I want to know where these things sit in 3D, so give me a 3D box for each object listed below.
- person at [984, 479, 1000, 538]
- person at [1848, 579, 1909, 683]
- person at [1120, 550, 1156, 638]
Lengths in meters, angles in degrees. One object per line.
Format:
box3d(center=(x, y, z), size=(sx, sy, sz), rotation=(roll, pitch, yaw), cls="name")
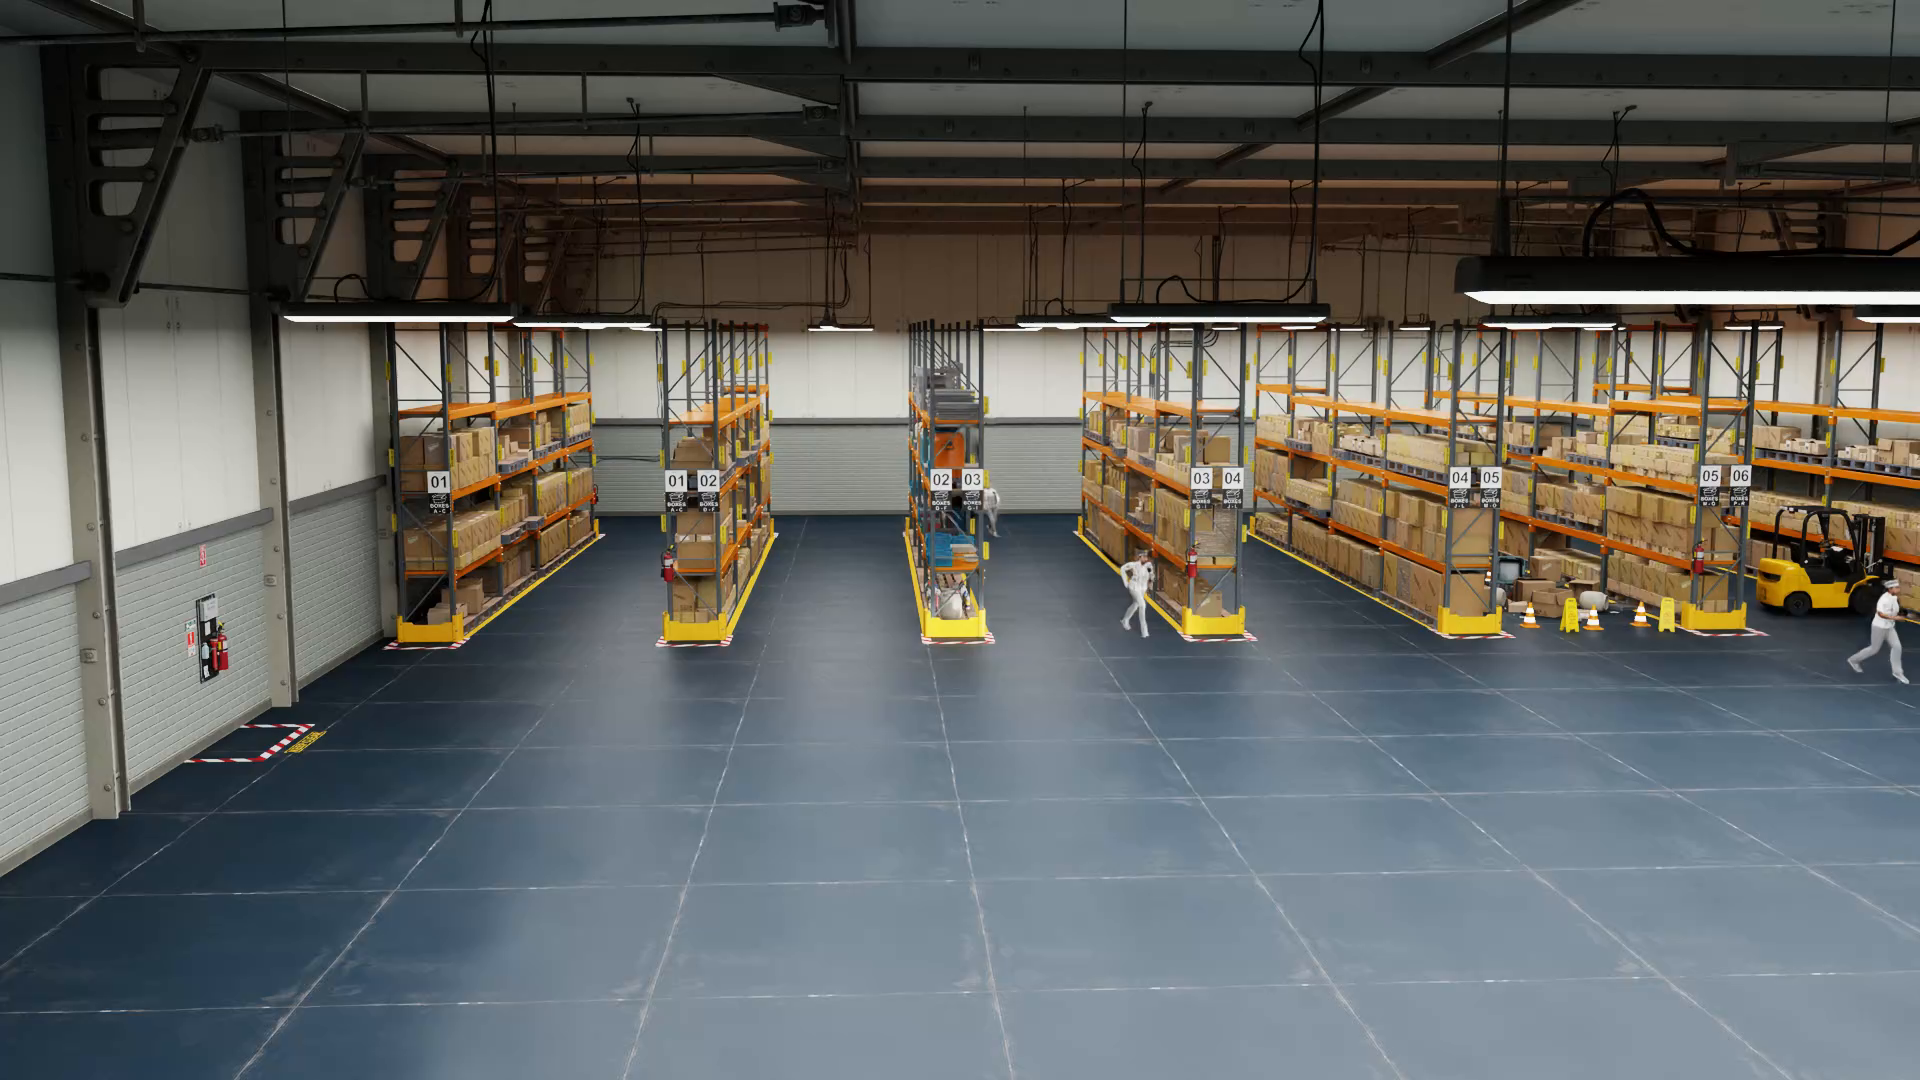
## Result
box3d(center=(0.836, -0.906, 47.087), size=(0.647, 1.649, 0.735), rotation=(-3, 8, -24), cls="person")
box3d(center=(15.355, 1.479, 27.689), size=(0.600, 1.715, 0.951), rotation=(-6, 9, -41), cls="person")
box3d(center=(3.374, 0.986, 31.801), size=(0.609, 1.682, 0.924), rotation=(-4, 8, -31), cls="person")
